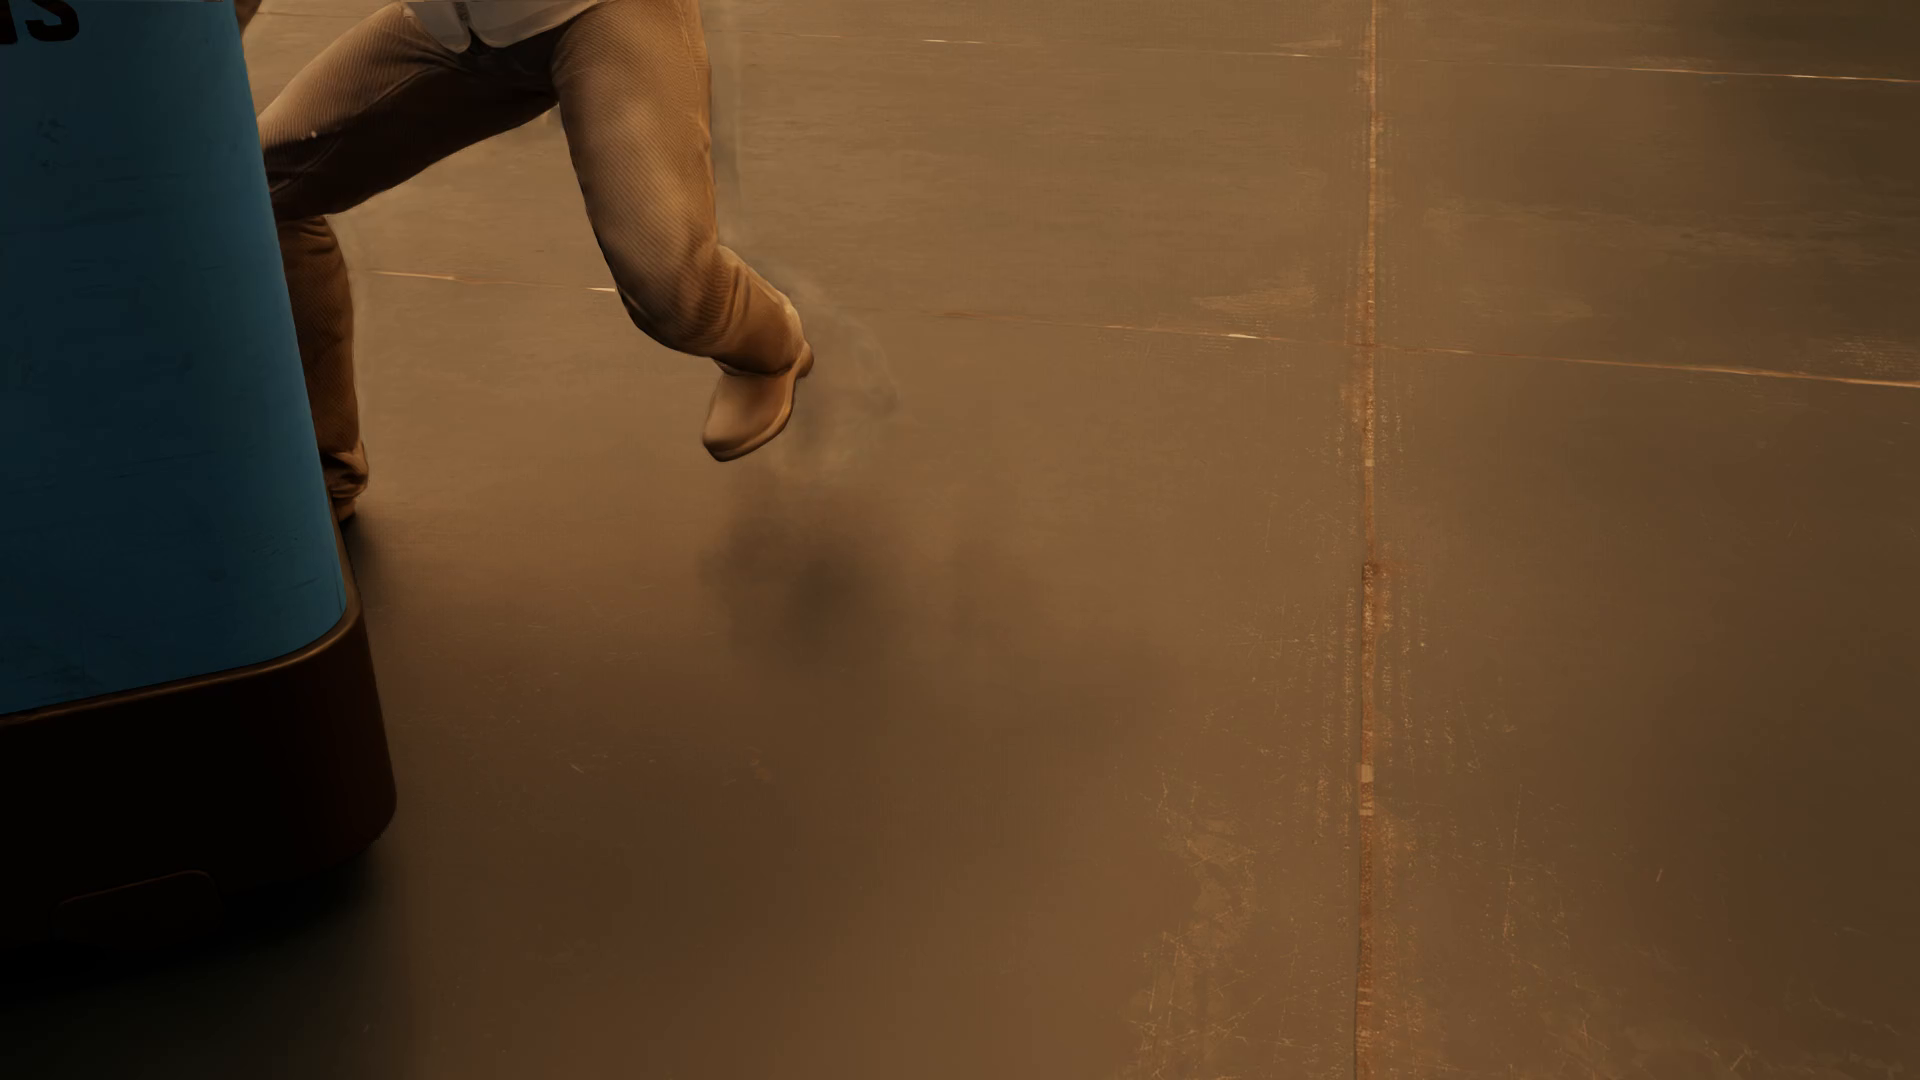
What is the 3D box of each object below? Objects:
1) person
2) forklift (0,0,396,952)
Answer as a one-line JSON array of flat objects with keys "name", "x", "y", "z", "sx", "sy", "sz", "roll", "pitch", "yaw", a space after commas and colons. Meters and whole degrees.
[{"name": "person", "x": -0.589, "y": -0.716, "z": 2.271, "sx": 1.148, "sy": 1.505, "sz": 0.682, "roll": 13, "pitch": 30, "yaw": 25}, {"name": "forklift", "x": -2.161, "y": -0.857, "z": 0.944, "sx": 3.031, "sy": 2.935, "sz": 1.130, "roll": -12, "pitch": 29, "yaw": -22}]
